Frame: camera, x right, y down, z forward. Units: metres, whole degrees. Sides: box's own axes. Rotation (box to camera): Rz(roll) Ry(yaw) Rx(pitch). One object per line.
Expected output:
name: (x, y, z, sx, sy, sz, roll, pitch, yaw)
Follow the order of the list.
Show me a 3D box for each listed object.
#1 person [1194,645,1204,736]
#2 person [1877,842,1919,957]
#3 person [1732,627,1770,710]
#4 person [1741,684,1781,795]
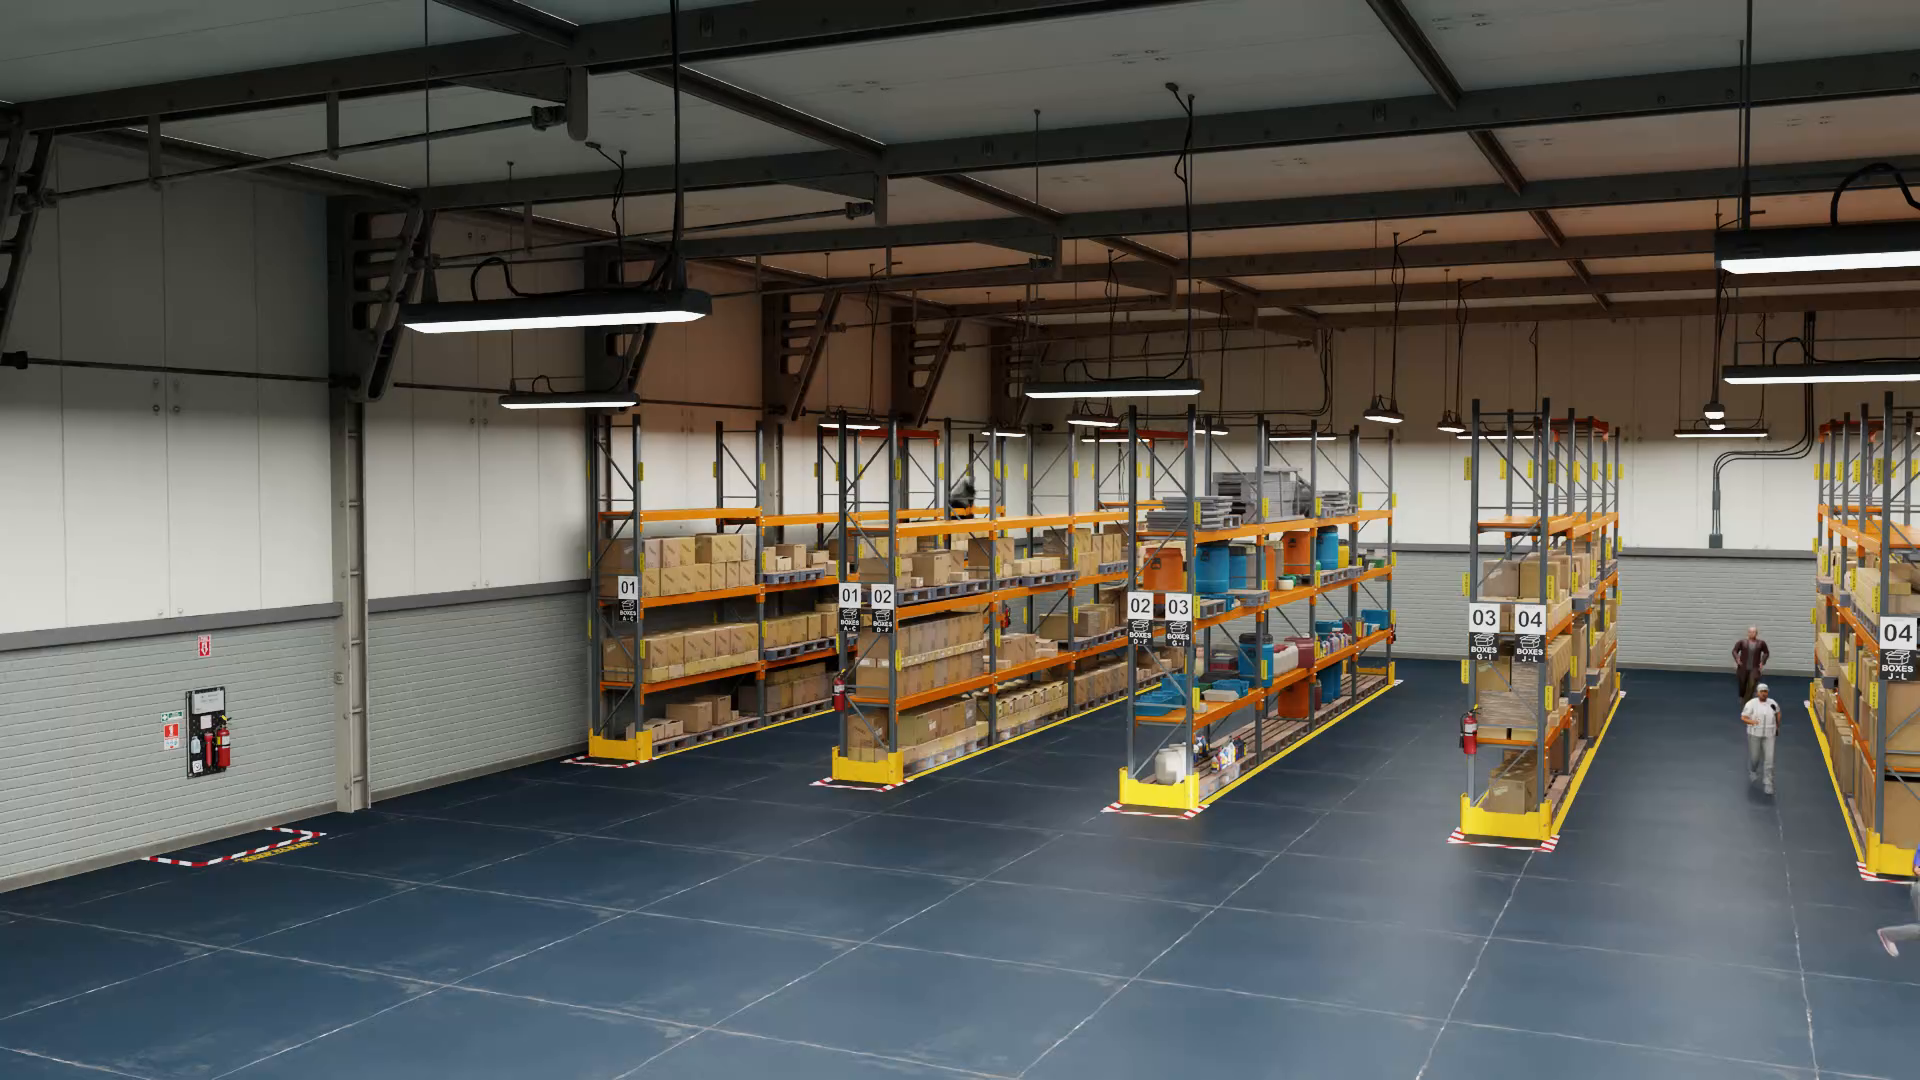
person: (4.649, 2.858, 31.774, 0.555, 1.703, 0.874, 1, 3, 25)
person: (9.618, 3.513, 16.596, 0.565, 1.624, 0.768, -2, 3, -37)
person: (16.577, 2.696, 34.875, 0.715, 1.746, 0.913, 1, 3, 27)
person: (12.582, 3.083, 26.097, 0.606, 1.666, 0.924, 1, 2, 16)
